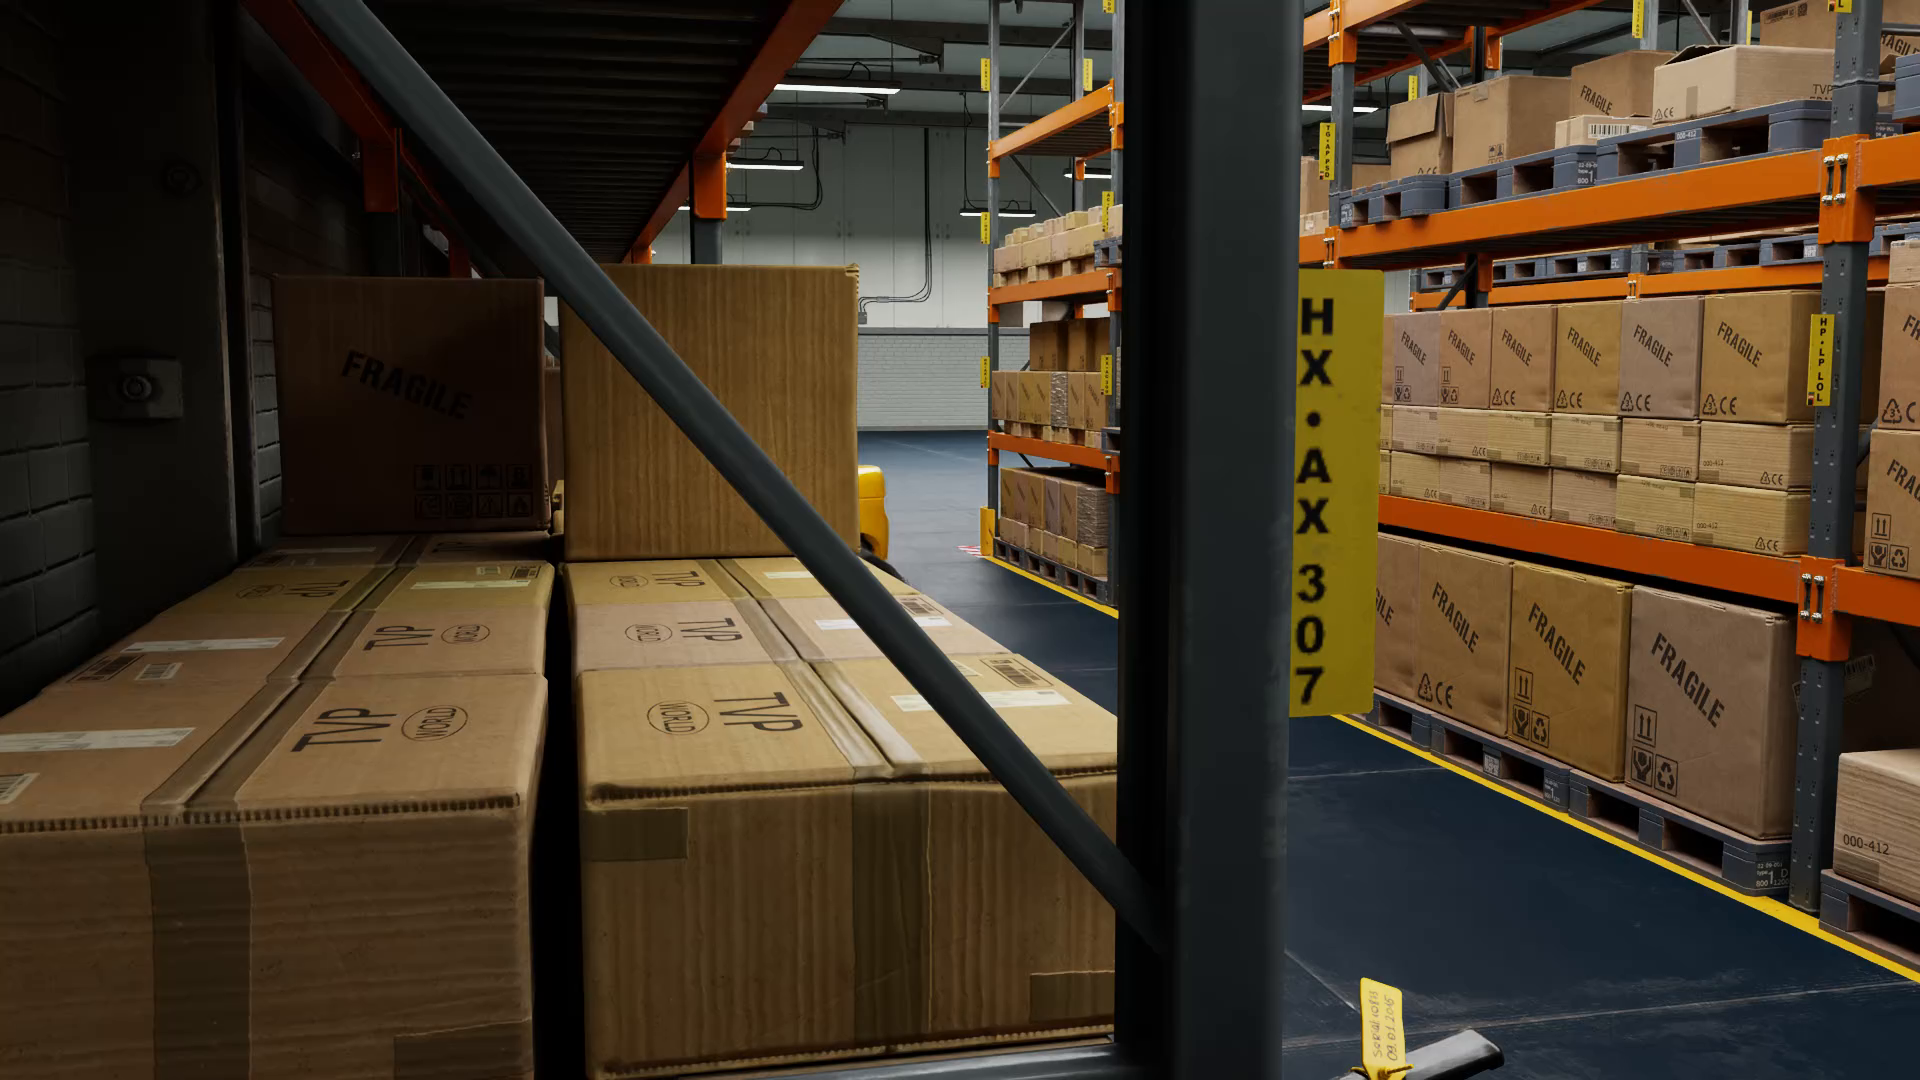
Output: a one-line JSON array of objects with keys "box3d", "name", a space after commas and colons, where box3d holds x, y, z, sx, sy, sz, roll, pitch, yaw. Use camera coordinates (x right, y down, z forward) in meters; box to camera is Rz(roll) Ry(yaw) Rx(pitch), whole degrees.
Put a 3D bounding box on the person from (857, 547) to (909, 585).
[{"box3d": [-0.719, 0.404, 10.891, 0.879, 0.970, 0.519, -2, 6, -15], "name": "person"}]
